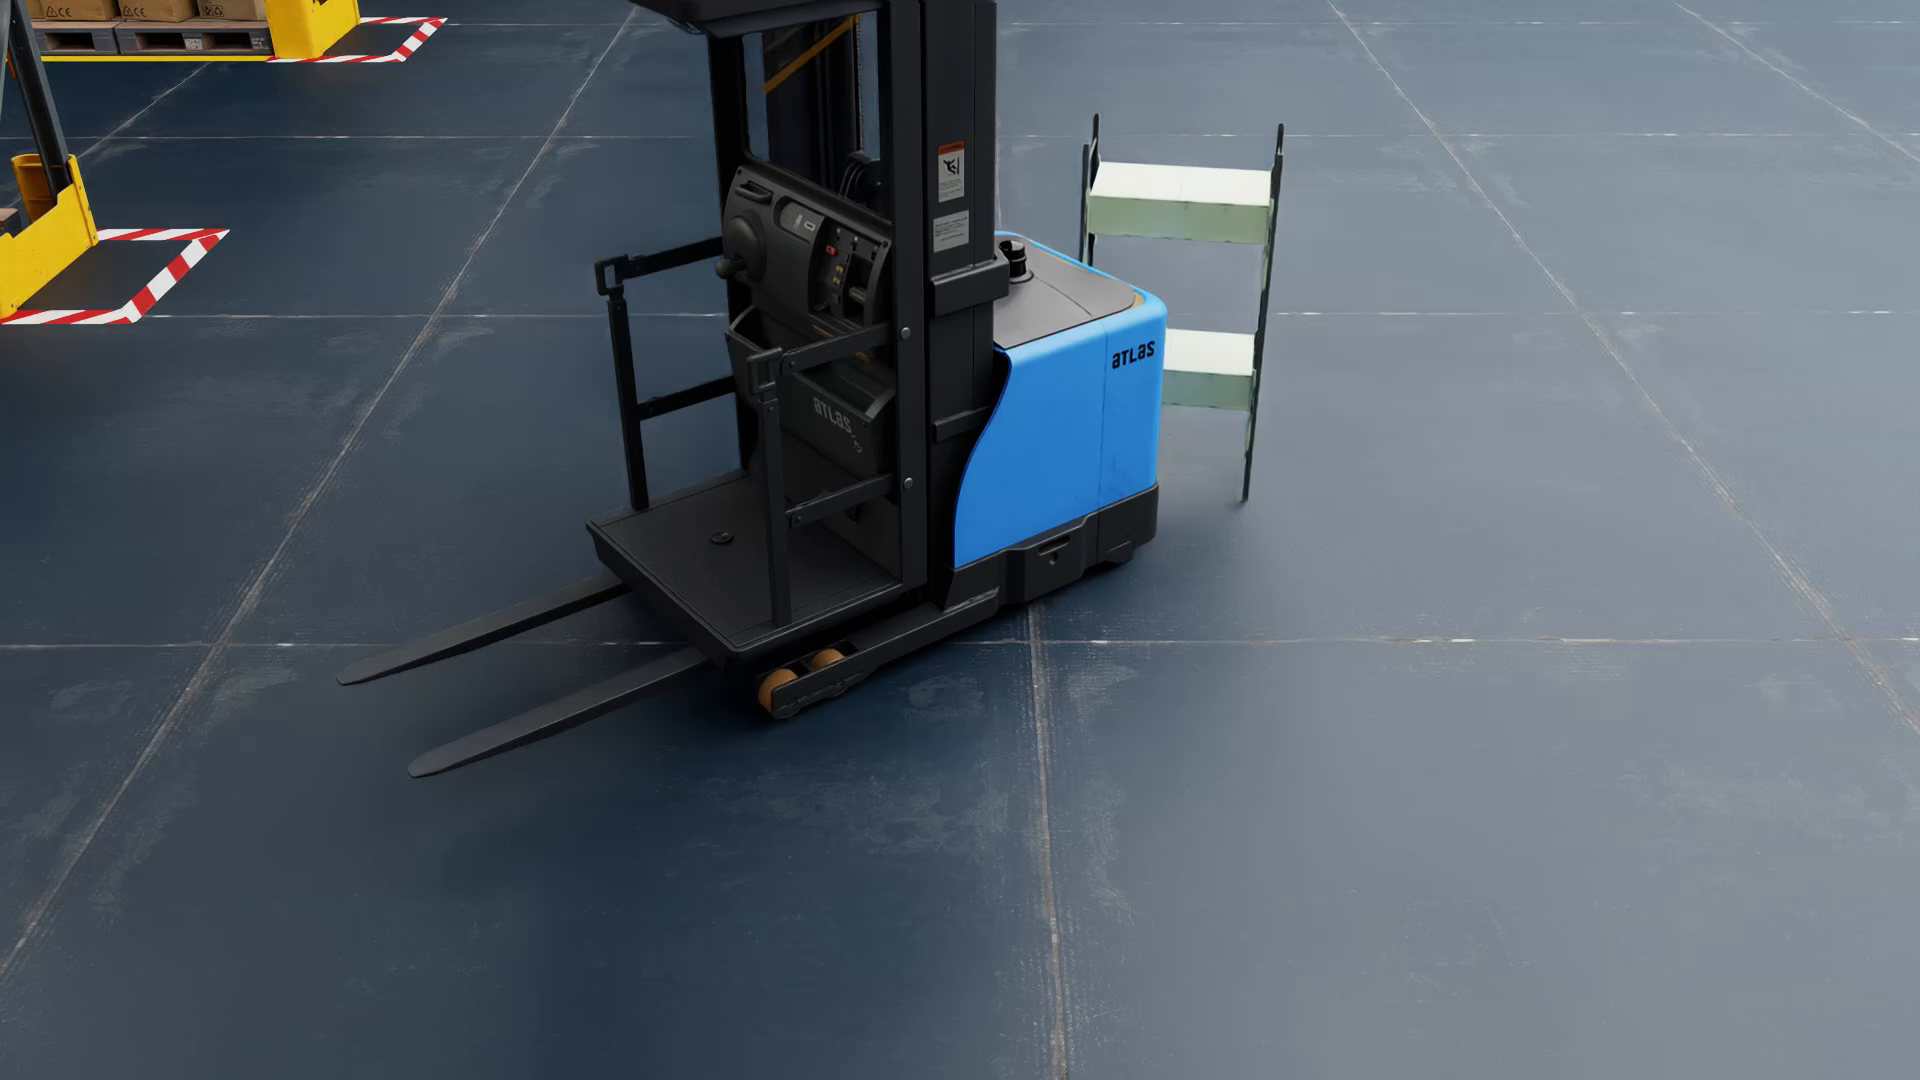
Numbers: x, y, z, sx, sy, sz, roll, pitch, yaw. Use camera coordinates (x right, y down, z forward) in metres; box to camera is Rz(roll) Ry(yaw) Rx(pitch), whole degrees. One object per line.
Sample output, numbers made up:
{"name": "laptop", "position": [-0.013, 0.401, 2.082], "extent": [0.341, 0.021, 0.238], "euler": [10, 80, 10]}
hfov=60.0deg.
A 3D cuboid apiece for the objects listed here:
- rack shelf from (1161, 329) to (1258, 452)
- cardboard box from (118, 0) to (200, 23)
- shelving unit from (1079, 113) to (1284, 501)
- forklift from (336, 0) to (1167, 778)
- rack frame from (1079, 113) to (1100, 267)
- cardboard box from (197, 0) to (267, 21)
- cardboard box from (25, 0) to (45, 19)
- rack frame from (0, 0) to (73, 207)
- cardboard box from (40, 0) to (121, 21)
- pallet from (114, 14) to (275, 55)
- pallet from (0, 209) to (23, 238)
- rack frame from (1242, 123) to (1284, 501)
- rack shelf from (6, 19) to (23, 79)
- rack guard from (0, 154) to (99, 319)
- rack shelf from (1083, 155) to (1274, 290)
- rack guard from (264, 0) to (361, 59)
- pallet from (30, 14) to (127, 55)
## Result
{"name": "rack shelf", "position": [0.877, -0.662, 7.023], "extent": [0.720, 0.370, 0.431], "euler": [5, 32, 8]}
{"name": "cardboard box", "position": [-6.307, -4.417, 13.143], "extent": [0.500, 0.500, 0.500], "euler": [8, 32, 13]}
{"name": "shelving unit", "position": [0.877, -0.940, 6.854], "extent": [0.755, 1.500, 0.431], "euler": [5, 32, 8]}
{"name": "forklift", "position": [-0.691, -0.949, 5.489], "extent": [3.031, 2.935, 1.130], "euler": [-22, 38, -32]}
{"name": "rack frame", "position": [0.517, -0.973, 6.908], "extent": [0.023, 1.500, 0.400], "euler": [5, 32, 8]}
{"name": "cardboard box", "position": [-5.710, -4.437, 13.176], "extent": [0.500, 0.500, 0.500], "euler": [5, 32, 9]}
{"name": "cardboard box", "position": [-7.492, -4.446, 13.192], "extent": [0.500, 0.500, 0.500], "euler": [-3, 31, -5]}
{"name": "rack frame", "position": [-5.055, -2.750, 8.391], "extent": [0.127, 3.000, 1.000], "euler": [0, 31, 0]}
{"name": "cardboard box", "position": [-6.933, -4.425, 13.156], "extent": [0.500, 0.500, 0.500], "euler": [3, 31, 4]}
{"name": "pallet", "position": [-5.974, -4.143, 13.374], "extent": [1.213, 0.211, 1.003], "euler": [0, 31, 0]}
{"name": "pallet", "position": [-5.943, -1.533, 9.074], "extent": [1.213, 0.211, 1.003], "euler": [0, 31, 0]}
{"name": "rack frame", "position": [1.238, -0.908, 6.800], "extent": [0.023, 1.500, 0.400], "euler": [5, 32, 8]}
{"name": "rack shelf", "position": [-7.055, -2.436, 8.567], "extent": [4.000, 0.370, 1.077], "euler": [0, 31, 0]}
{"name": "rack guard", "position": [-5.131, -1.657, 8.999], "extent": [0.348, 0.500, 1.175], "euler": [0, 31, 0]}
{"name": "rack shelf", "position": [0.877, -1.274, 6.652], "extent": [0.720, 0.370, 0.431], "euler": [5, 32, 8]}
{"name": "rack guard", "position": [-5.161, -4.250, 13.273], "extent": [0.348, 0.500, 1.175], "euler": [0, 31, 0]}
{"name": "pallet", "position": [-7.191, -4.140, 13.370], "extent": [1.213, 0.211, 1.003], "euler": [0, 31, 0]}
